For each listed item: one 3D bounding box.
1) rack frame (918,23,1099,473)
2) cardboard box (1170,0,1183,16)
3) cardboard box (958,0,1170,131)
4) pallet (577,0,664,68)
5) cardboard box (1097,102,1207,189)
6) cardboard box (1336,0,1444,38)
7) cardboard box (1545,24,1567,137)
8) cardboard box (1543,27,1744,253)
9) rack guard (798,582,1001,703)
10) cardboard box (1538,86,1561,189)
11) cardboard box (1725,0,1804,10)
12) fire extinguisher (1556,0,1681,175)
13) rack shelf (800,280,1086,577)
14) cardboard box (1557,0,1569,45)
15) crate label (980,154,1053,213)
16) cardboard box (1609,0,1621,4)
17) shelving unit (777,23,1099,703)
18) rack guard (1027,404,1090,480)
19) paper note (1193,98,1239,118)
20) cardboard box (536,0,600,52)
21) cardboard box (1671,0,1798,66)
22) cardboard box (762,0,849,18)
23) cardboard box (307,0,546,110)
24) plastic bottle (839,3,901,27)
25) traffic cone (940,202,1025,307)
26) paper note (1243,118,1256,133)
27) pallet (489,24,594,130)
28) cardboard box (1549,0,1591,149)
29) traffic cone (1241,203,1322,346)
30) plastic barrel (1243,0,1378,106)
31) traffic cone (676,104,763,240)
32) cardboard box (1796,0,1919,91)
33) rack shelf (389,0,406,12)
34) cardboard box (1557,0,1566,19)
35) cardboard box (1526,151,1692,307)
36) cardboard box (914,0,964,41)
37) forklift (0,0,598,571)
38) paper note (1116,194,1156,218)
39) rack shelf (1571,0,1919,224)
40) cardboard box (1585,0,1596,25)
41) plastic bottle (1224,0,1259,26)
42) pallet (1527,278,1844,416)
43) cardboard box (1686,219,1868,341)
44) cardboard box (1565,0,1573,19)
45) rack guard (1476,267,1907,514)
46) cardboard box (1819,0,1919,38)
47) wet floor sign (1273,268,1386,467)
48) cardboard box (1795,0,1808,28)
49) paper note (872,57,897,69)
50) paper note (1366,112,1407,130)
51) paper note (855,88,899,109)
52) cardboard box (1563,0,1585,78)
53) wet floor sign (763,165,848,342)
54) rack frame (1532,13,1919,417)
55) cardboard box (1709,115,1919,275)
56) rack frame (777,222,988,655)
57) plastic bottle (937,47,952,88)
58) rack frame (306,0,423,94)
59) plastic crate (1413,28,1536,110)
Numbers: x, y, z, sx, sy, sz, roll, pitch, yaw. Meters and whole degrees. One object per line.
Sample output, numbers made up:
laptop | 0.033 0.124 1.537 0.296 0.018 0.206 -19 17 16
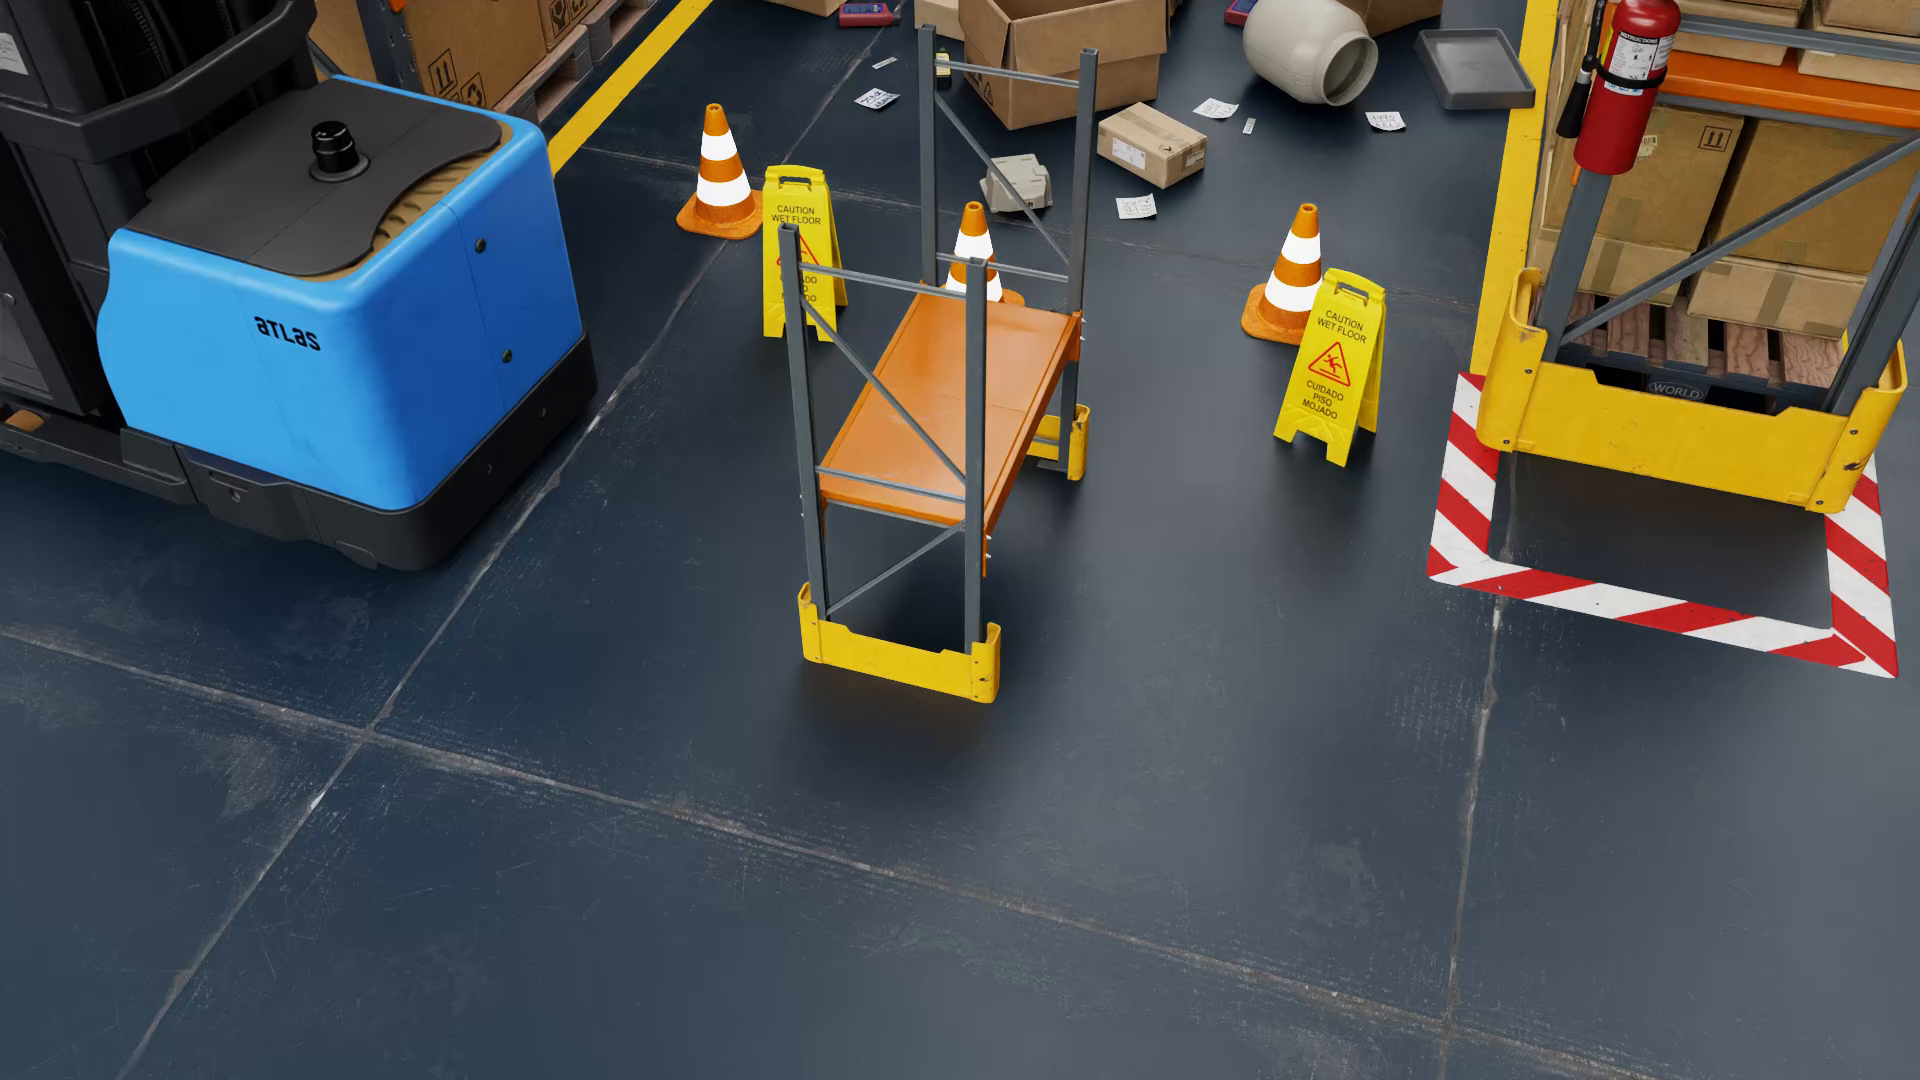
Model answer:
rack frame | 0.128 -0.818 5.014 0.500 1.500 0.032 13 46 13
cardboard box | 0.705 -2.820 7.675 0.797 0.637 0.503 13 46 13
cardboard box | 0.429 -2.146 7.084 0.797 0.503 0.637 -16 47 -16
pallet | -1.899 -2.676 7.834 1.003 0.211 1.213 13 46 13
cardboard box | 0.782 -1.614 6.793 0.250 0.149 0.380 -33 53 -29
cardboard box | 1.900 -2.679 7.629 0.500 0.500 0.500 -24 49 -22
cardboard box | 2.616 -1.788 6.599 0.500 0.250 0.500 11 45 11
cardboard box | 2.304 -1.356 5.621 0.500 0.500 0.500 13 46 13
rack guard | -0.174 0.293 4.771 0.587 0.250 0.087 13 46 13
cardboard box | 2.463 -1.438 6.241 0.500 0.250 0.500 13 46 13
cardboard box | 2.212 -1.894 4.756 0.500 0.500 0.500 12 46 12
fire extinguisher | 1.836 -1.325 4.515 0.296 0.674 0.183 13 46 13
rack shelf | -0.026 -0.351 4.793 0.538 0.185 1.000 13 46 13
cardboard box | 2.777 -2.117 6.934 0.500 0.250 0.500 12 46 12
crate label | 0.229 -1.414 6.597 0.250 0.136 0.298 -9 45 -9
cardboard box | 2.191 -1.729 5.052 0.380 0.149 0.250 12 46 12
shelving unit | -0.023 -0.485 4.674 0.587 1.500 1.083 13 46 13
rack guard | 0.128 -0.370 5.450 0.587 0.250 0.087 13 46 13
paper note | 1.100 -1.852 7.129 0.148 0.019 0.142 28 51 26
cardboard box | -2.031 -2.756 7.141 0.875 0.875 0.875 12 46 12
cardboard box | 2.220 -1.536 4.855 0.380 0.149 0.250 14 46 14
cardboard box | -0.719 -2.834 7.787 0.500 0.500 0.500 20 48 19
cardboard box | -2.296 -2.169 6.541 0.875 0.875 0.875 13 46 13
plastic bottle | -0.415 -2.427 7.687 0.283 0.061 0.133 -2 44 -2
traffic cone | 0.050 -0.993 5.934 0.336 0.463 0.334 13 46 13
paper note | 1.224 -1.752 7.033 0.032 0.001 0.123 13 46 13
pallet | -2.270 -1.865 7.006 1.003 0.211 1.213 13 46 13
cardboard box | 2.459 -1.705 5.977 0.500 0.500 0.500 14 46 14
traffic cone | 1.211 -0.985 5.925 0.336 0.463 0.334 13 46 13
plastic barrel | 1.493 -2.108 7.102 0.421 0.421 0.512 -24 49 -22
traffic cone | -0.924 -1.459 6.410 0.336 0.463 0.334 13 46 13
cardboard box | 2.610 -1.424 4.741 0.380 0.149 0.250 13 46 13
rack shelf | -1.832 -3.389 7.083 1.077 0.370 4.000 13 46 13
cardboard box | 2.935 -2.471 7.296 0.500 0.250 0.500 15 46 15
cardboard box | 2.306 -1.111 5.906 0.500 0.250 0.500 12 46 12
cardboard box | 0.008 -2.466 7.580 0.396 0.266 0.258 20 48 19
forklift | -2.801 -1.633 4.823 3.031 2.935 1.130 17 47 16
paper note | 0.699 -1.322 6.579 0.148 0.019 0.142 -2 44 -2
rack shelf | 2.916 -2.408 6.080 1.077 0.370 4.000 13 46 13
cardboard box | 2.352 -1.847 5.658 0.380 0.149 0.250 14 46 14
plastic bottle | 1.343 -2.485 7.745 0.133 0.061 0.283 20 48 19
pallet | 2.613 -0.920 6.039 1.003 0.211 1.213 13 46 13
cardboard box | 2.818 -0.978 5.770 0.500 0.250 0.500 12 46 12
cardboard box | 2.776 -2.393 6.680 0.500 0.500 0.500 15 46 15
rack guard | 2.333 -0.489 5.392 1.175 0.500 0.348 13 46 13
cardboard box | 2.718 -1.731 4.590 0.500 0.500 0.500 12 46 12
wet floor sign | 1.233 -0.590 5.392 0.267 0.644 0.232 28 51 26
cardboard box | 2.673 -1.596 4.916 0.380 0.149 0.250 13 46 13
paper note | -0.336 -2.128 7.418 0.123 0.001 0.032 -33 53 -29
paper note | 1.807 -1.784 7.051 0.142 0.019 0.148 -2 44 -2
paper note | -0.358 -1.909 7.180 0.144 0.017 0.142 28 51 26
cardboard box | 2.619 -2.040 6.319 0.500 0.500 0.500 12 46 12
wet floor sign | -0.560 -1.033 5.844 0.267 0.644 0.232 5 45 5
rack frame | 2.310 -1.332 4.466 1.000 3.000 0.127 13 46 13
cardboard box | 2.825 -1.262 5.525 0.500 0.500 0.500 11 45 11
rack frame | -0.180 -0.140 4.321 0.500 1.500 0.032 13 46 13
plastic bottle | -0.108 -2.091 7.343 0.133 0.061 0.283 -2 44 -2
rack frame | -2.438 -2.313 5.469 1.000 3.000 0.127 13 46 13
plastic crate | 2.265 -2.081 7.320 0.402 0.080 0.583 -2 44 -2
